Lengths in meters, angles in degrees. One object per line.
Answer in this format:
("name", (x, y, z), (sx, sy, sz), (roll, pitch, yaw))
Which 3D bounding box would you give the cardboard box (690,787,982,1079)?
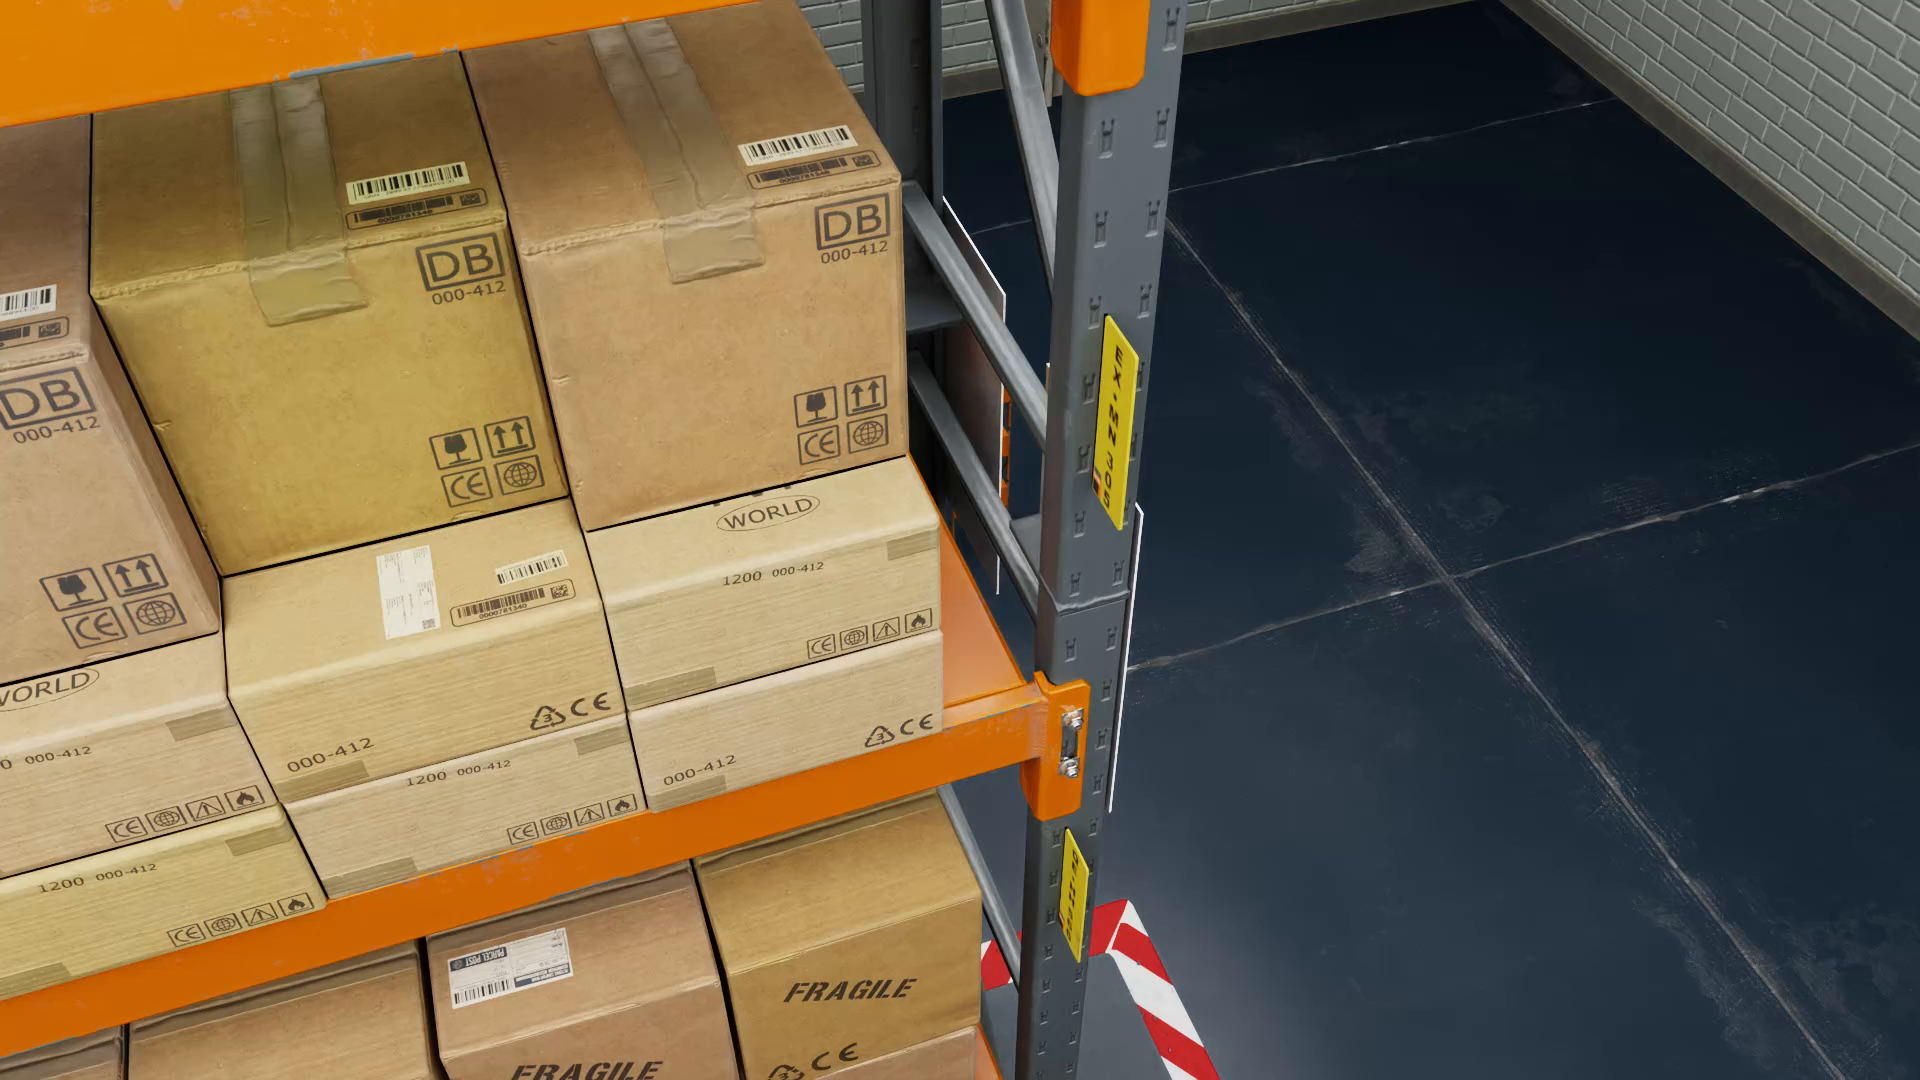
("cardboard box", (-0.276, 0.738, 3.429), (0.500, 0.500, 0.500), (-15, 47, -14))

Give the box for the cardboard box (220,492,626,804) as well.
("cardboard box", (-0.818, 0.068, 2.509), (0.500, 0.250, 0.500), (-14, 47, -14))

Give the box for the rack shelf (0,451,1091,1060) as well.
("rack shelf", (-1.832, 0.512, 2.821), (4.000, 0.370, 1.077), (-14, 47, -14))

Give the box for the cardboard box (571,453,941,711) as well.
("cardboard box", (-0.348, -0.053, 2.629), (0.500, 0.250, 0.500), (-14, 47, -14))

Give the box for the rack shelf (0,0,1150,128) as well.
("rack shelf", (-1.832, -0.545, 1.760), (4.000, 0.370, 1.077), (-14, 47, -14))

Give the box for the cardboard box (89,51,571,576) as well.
("cardboard box", (-0.928, -0.413, 2.458), (0.500, 0.500, 0.700), (-14, 47, -14))

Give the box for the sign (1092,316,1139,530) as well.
("sign", (0.219, -0.161, 2.359), (0.005, 0.325, 0.100), (-14, 47, -14))

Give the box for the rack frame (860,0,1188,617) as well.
("rack frame", (0.049, -1.282, 1.983), (0.127, 3.000, 1.000), (-14, 47, -14))

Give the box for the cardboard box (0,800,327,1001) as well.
("cardboard box", (-1.285, 0.371, 2.560), (0.500, 0.250, 0.500), (-14, 47, -14))

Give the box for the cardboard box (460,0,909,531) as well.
("cardboard box", (-0.429, -0.477, 2.522), (0.500, 0.500, 0.700), (-14, 47, -14))

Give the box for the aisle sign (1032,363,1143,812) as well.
("aisle sign", (0.217, 0.106, 3.000), (0.004, 0.787, 0.394), (-14, 47, -14))

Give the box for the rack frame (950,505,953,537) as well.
("rack frame", (-0.064, -0.354, 6.671), (0.008, 1.050, 0.200), (-14, 47, -14))

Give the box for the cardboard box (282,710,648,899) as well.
("cardboard box", (-0.819, 0.242, 2.688), (0.500, 0.250, 0.500), (-14, 47, -14))

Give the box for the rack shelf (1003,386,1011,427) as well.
("rack shelf", (0.050, -0.576, 6.507), (0.240, 0.259, 0.215), (-14, 47, -14))

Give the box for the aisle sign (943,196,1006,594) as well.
("aisle sign", (0.013, -0.294, 3.399), (0.004, 0.787, 0.394), (-14, 47, -14))

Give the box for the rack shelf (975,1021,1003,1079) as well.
("rack shelf", (-1.832, 1.571, 3.884), (4.000, 0.370, 1.077), (-14, 47, -14))

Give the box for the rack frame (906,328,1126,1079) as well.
("rack frame", (0.049, 0.836, 4.108), (0.127, 3.000, 1.000), (-14, 47, -14))

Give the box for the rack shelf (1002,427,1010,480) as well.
("rack shelf", (0.050, -0.376, 6.708), (0.240, 0.259, 0.215), (-14, 47, -14))

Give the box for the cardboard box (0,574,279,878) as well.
("cardboard box", (-1.289, 0.185, 2.392), (0.500, 0.250, 0.500), (-14, 47, -14))

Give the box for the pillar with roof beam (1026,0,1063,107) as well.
("pillar with roof beam", (2.071, -2.938, 3.635), (0.400, 9.000, 9.100), (-14, 47, -14))

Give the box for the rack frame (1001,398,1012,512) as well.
("rack frame", (0.165, -0.413, 6.730), (0.008, 1.050, 0.200), (-14, 47, -14))

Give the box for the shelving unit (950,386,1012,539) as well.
("shelving unit", (0.050, -0.383, 6.700), (0.252, 1.050, 0.215), (-14, 47, -14))

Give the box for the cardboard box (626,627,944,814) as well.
("cardboard box", (-0.345, 0.129, 2.801), (0.500, 0.250, 0.500), (-14, 47, -14))

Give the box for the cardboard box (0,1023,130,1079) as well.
("cardboard box", (-1.720, 1.112, 3.057), (0.500, 0.500, 0.500), (-13, 47, -13))

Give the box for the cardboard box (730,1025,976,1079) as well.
("cardboard box", (-0.280, 1.090, 3.785), (0.500, 0.500, 0.500), (-13, 47, -13))

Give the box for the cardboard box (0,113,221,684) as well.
("cardboard box", (-1.362, -0.221, 2.268), (0.500, 0.500, 0.700), (-14, 47, -14))

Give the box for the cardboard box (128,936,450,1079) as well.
("cardboard box", (-1.237, 0.988, 3.180), (0.500, 0.500, 0.500), (-13, 47, -13))

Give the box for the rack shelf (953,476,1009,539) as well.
("rack shelf", (0.050, -0.180, 6.905), (0.240, 0.259, 0.215), (-14, 47, -14))

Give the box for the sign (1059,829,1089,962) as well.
("sign", (0.219, 0.690, 3.213), (0.005, 0.325, 0.100), (-14, 47, -14))

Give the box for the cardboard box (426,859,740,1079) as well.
("cardboard box", (-0.751, 0.860, 3.308), (0.500, 0.500, 0.500), (-13, 47, -13))
